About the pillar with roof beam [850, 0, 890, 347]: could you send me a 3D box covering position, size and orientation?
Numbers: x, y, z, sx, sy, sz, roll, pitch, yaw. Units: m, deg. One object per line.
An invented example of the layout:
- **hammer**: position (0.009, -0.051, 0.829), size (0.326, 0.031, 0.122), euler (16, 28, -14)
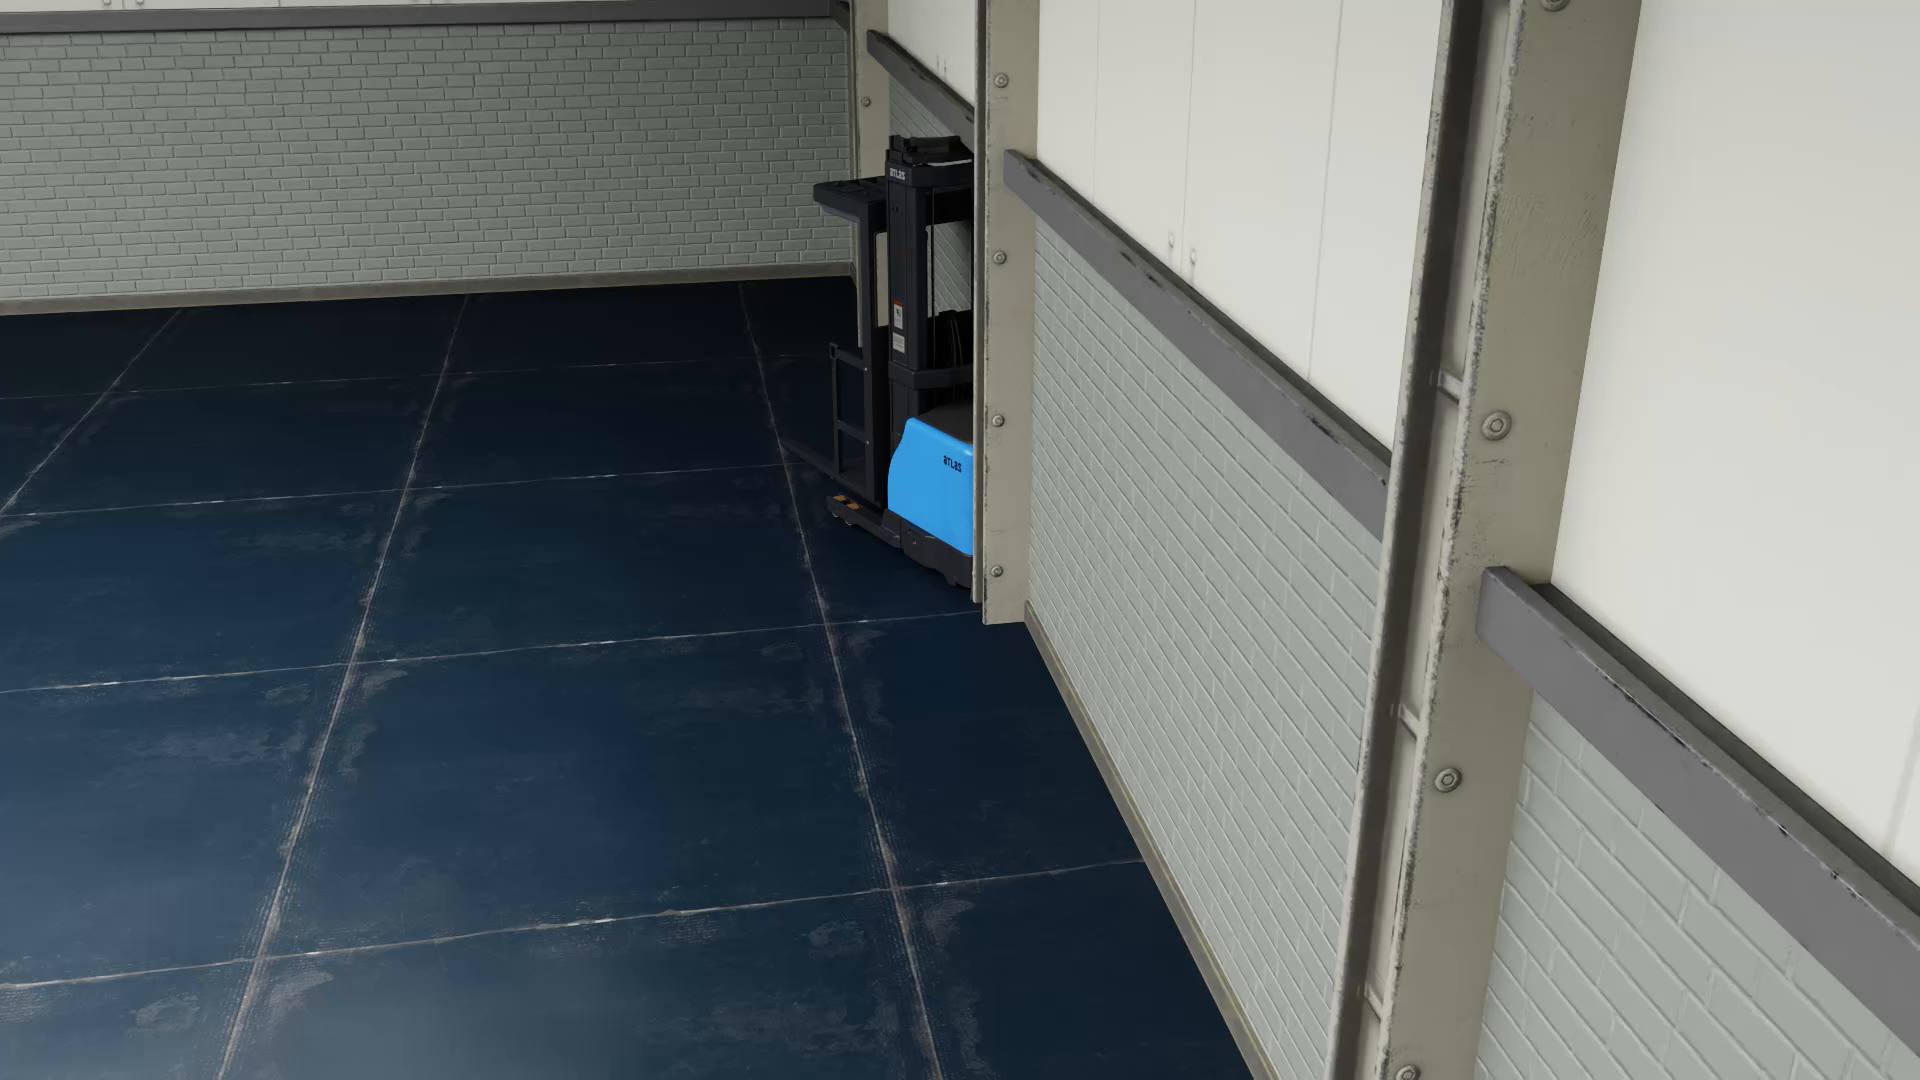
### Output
- **pillar with roof beam**: position (-5.066, -5.696, 14.049), size (9.100, 9.000, 0.400), euler (-4, 24, -10)

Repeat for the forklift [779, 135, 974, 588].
- **forklift**: position (-0.353, -1.550, 12.136), size (1.130, 2.935, 3.031), euler (-15, 28, -31)

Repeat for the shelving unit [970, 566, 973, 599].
- **shelving unit**: position (0.210, -0.035, 11.283), size (0.258, 0.900, 0.210), euler (1, 24, -12)

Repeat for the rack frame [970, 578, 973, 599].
- **rack frame**: position (0.229, 0.006, 11.192), size (0.240, 0.900, 0.006), euler (1, 24, -12)

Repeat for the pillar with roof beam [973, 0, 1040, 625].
- **pillar with roof beam**: position (-3.956, -3.336, 8.645), size (9.100, 9.000, 0.400), euler (-4, 24, -10)
